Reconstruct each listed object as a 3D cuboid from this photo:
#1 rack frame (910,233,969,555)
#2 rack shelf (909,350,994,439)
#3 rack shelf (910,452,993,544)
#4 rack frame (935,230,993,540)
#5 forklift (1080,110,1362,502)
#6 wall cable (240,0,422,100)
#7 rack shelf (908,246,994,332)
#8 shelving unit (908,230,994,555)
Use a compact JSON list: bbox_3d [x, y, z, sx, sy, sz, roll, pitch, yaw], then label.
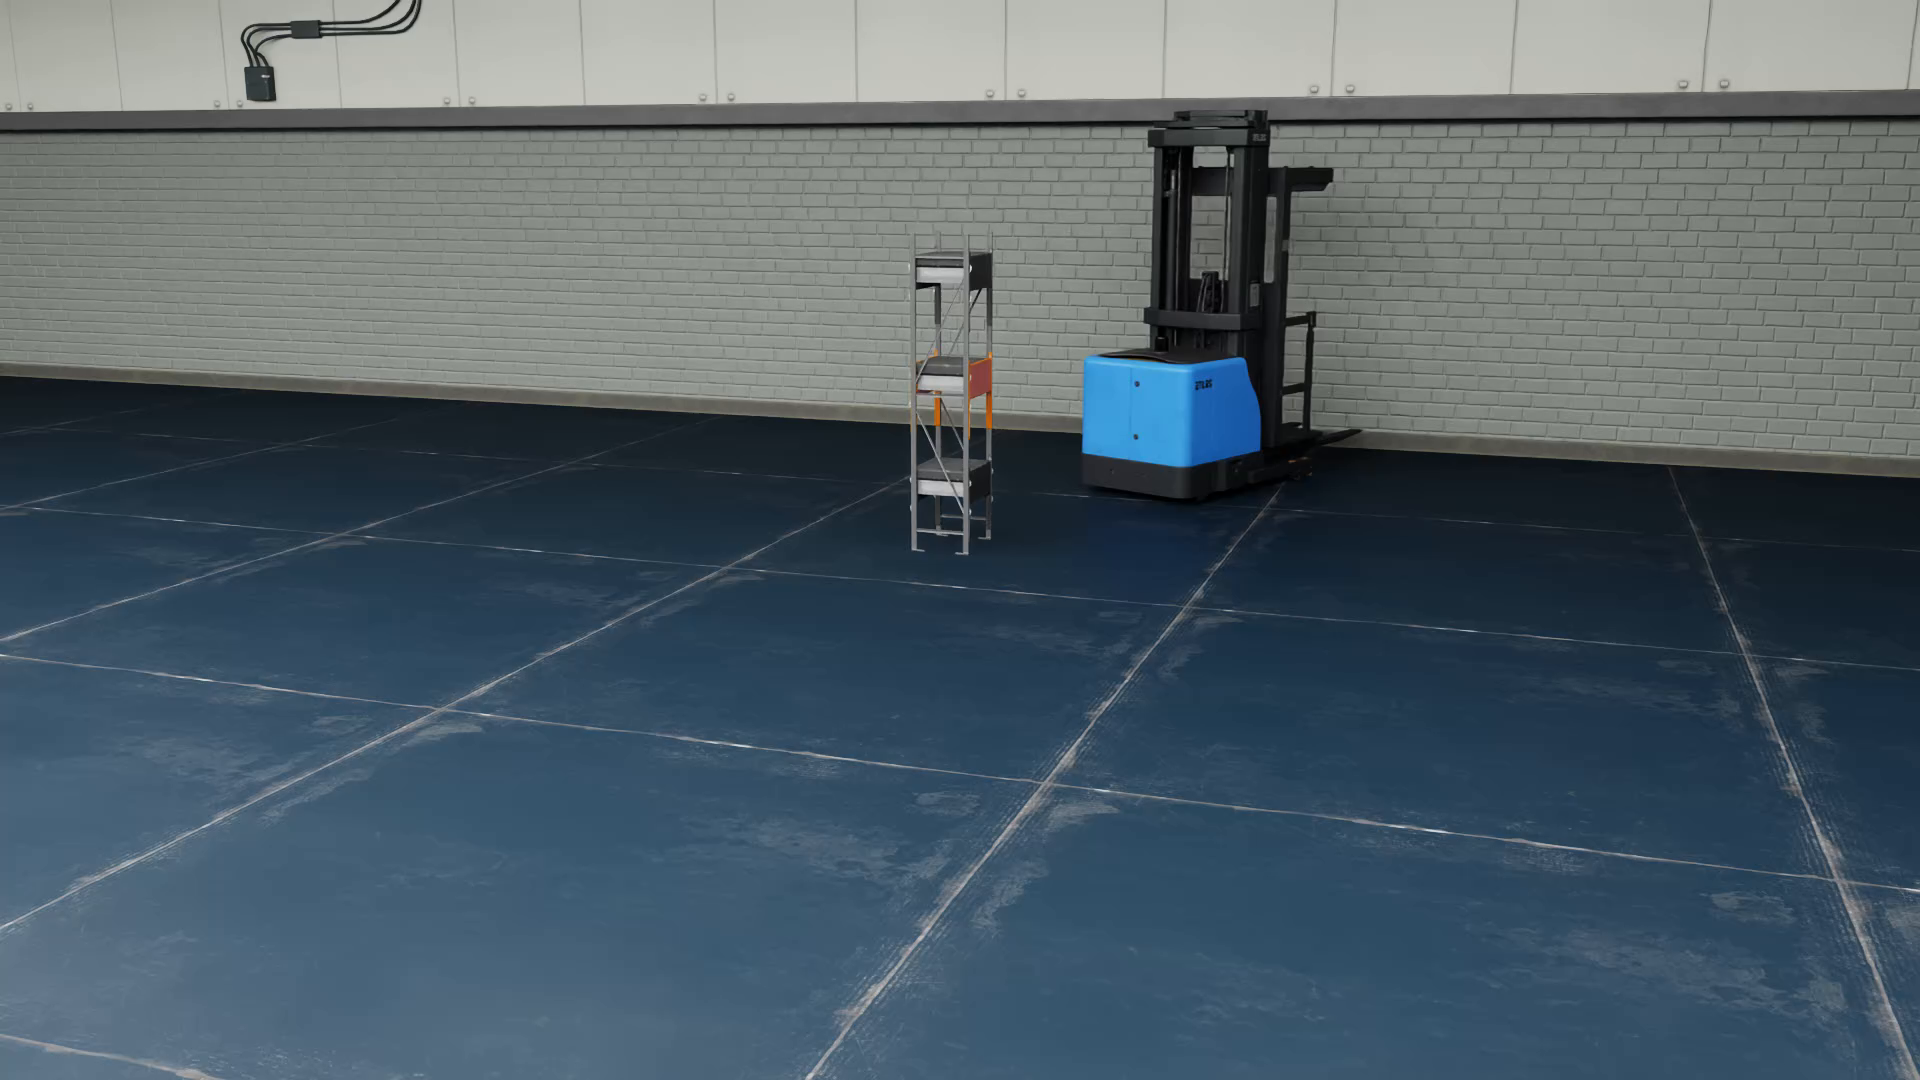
[{"bbox_3d":[-0.133,-0.937,10.876,0.400,2.100,0.015,4,14,18],"label":"rack frame"},{"bbox_3d":[-0.054,-0.976,11.105,0.431,0.518,0.480,4,14,18],"label":"rack shelf"},{"bbox_3d":[-0.054,-0.293,11.260,0.431,0.518,0.480,4,14,18],"label":"rack shelf"},{"bbox_3d":[0.025,-1.040,11.327,0.400,2.100,0.015,4,14,18],"label":"rack frame"},{"bbox_3d":[2.309,-1.986,13.602,1.130,2.935,3.031,11,17,41],"label":"forklift"},{"bbox_3d":[-6.690,-7.657,17.170,2.305,6.003,0.169,4,14,18],"label":"wall cable"},{"bbox_3d":[-0.054,-1.658,10.949,0.431,0.518,0.480,4,14,18],"label":"rack shelf"},{"bbox_3d":[-0.054,-0.989,11.102,0.431,2.100,0.503,4,14,18],"label":"shelving unit"}]
